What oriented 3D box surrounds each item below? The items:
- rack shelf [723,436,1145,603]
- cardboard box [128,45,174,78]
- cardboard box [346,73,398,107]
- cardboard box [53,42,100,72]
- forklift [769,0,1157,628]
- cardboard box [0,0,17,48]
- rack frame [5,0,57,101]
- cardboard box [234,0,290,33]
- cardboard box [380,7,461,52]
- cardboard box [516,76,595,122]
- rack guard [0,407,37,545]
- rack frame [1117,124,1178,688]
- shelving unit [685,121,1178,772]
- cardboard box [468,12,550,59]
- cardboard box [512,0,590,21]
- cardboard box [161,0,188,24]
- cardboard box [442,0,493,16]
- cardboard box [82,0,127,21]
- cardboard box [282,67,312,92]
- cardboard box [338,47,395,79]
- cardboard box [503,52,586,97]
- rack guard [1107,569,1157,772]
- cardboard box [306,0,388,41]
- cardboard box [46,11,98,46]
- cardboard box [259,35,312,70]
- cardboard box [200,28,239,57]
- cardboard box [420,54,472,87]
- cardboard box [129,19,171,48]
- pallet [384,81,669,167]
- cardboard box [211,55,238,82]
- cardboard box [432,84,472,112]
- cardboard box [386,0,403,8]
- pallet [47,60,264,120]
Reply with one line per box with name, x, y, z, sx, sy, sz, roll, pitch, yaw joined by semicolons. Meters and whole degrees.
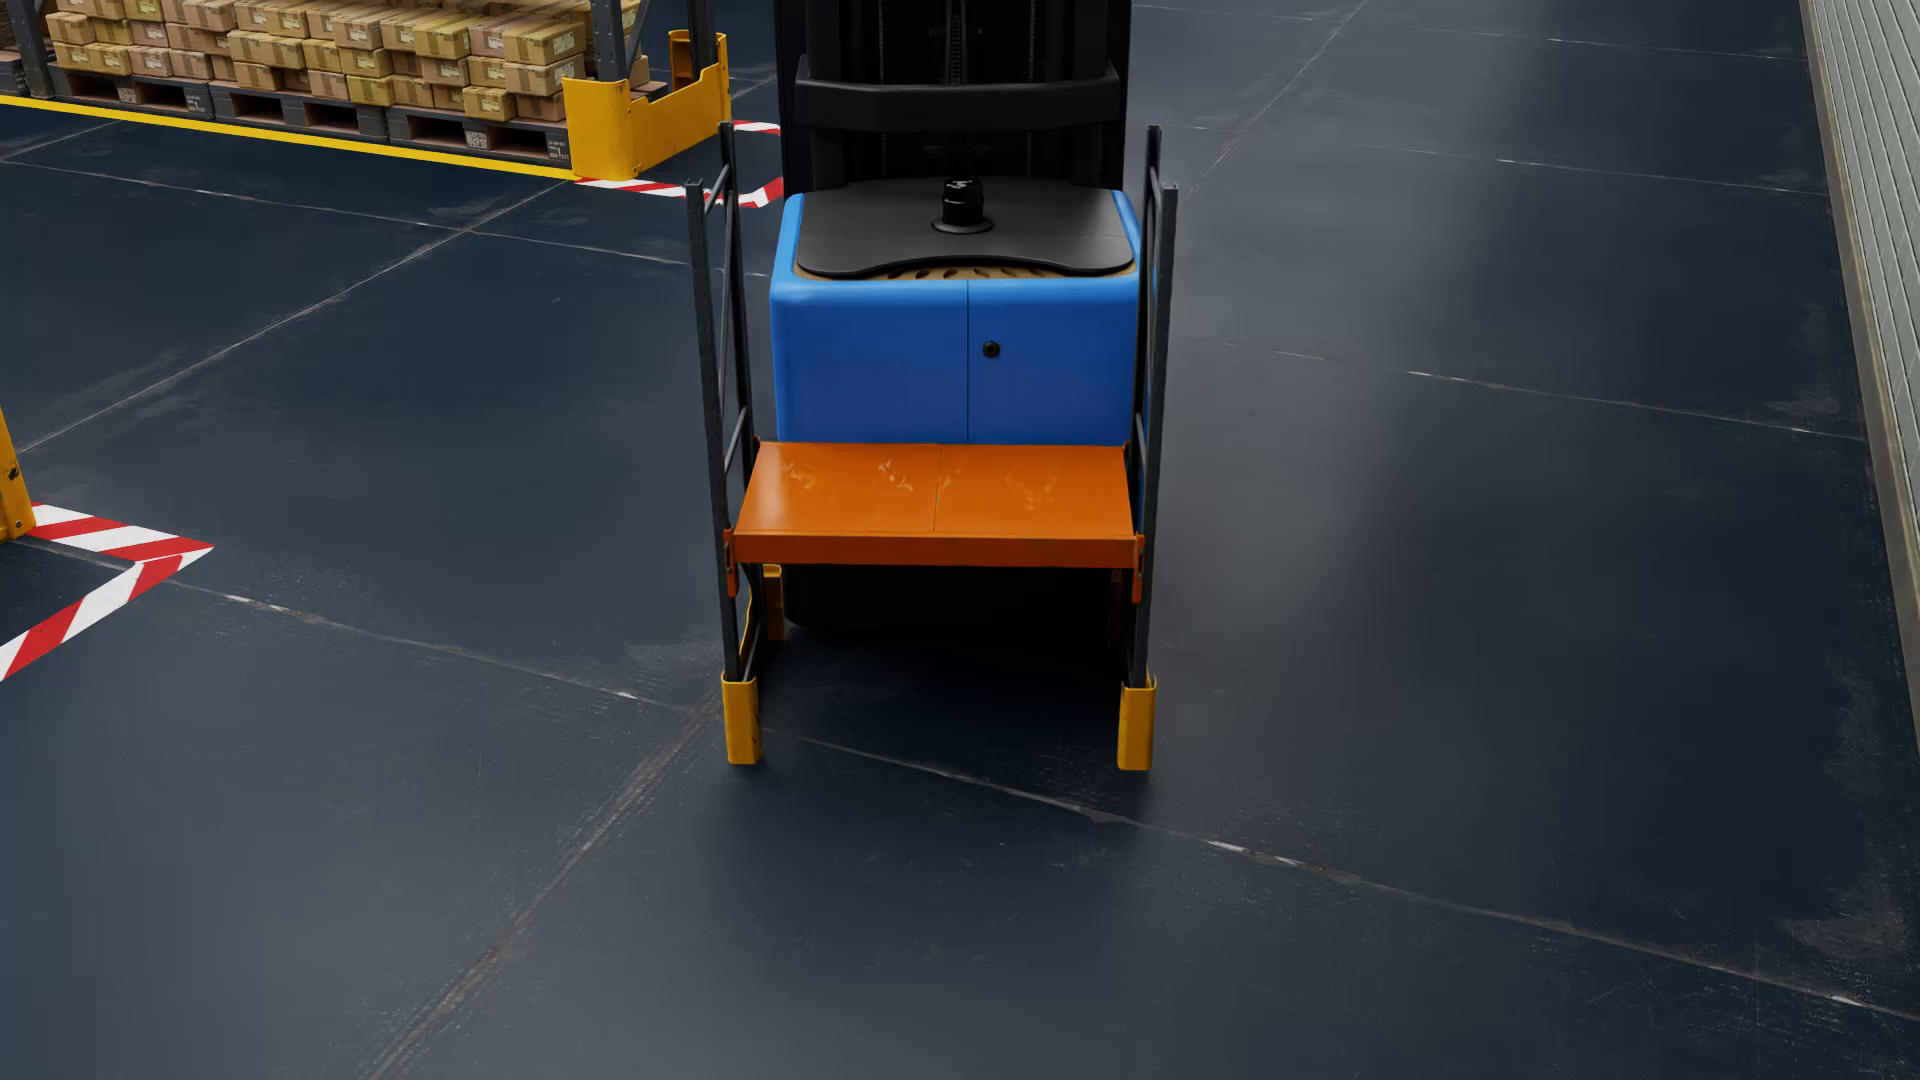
rack shelf;-0.056;-0.061;4.200;1.000;0.185;0.538;1;29;1
cardboard box;-4.568;-2.805;9.635;0.250;0.149;0.380;11;31;19
cardboard box;-3.124;-2.501;9.097;0.250;0.149;0.380;10;31;17
cardboard box;-5.065;-2.877;9.762;0.250;0.149;0.380;10;31;17
forklift;-0.032;-1.717;5.309;1.130;2.935;3.031;-1;29;-2
cardboard box;-6.062;-3.266;10.093;0.500;0.500;0.500;11;31;18
rack frame;-5.281;-4.149;9.542;0.127;3.000;1.000;11;31;19
cardboard box;-3.815;-2.954;9.294;0.250;0.149;0.380;10;31;17
cardboard box;-2.876;-2.732;8.900;0.250;0.149;0.380;10;31;17
cardboard box;-2.141;-2.353;8.835;0.250;0.149;0.380;12;32;20
rack guard;-3.320;-0.041;4.814;0.348;0.500;1.175;11;31;19
rack frame;0.453;-0.211;4.099;0.032;1.500;0.500;1;29;1
shelving unit;-0.046;-0.218;4.111;1.083;1.500;0.587;1;29;1
cardboard box;-2.372;-2.665;8.782;0.250;0.149;0.380;12;32;20
cardboard box;-2.233;-2.858;9.123;0.250;0.149;0.380;12;32;20
cardboard box;-4.304;-3.051;9.466;0.250;0.149;0.380;10;31;18
cardboard box;-2.680;-2.971;9.324;0.250;0.149;0.380;10;31;17
cardboard box;-4.807;-3.114;9.576;0.250;0.149;0.380;13;32;22
cardboard box;-3.575;-2.642;9.346;0.250;0.149;0.380;12;32;21
cardboard box;-3.138;-2.633;9.028;0.250;0.149;0.380;12;32;20
cardboard box;-2.171;-2.448;8.700;0.250;0.149;0.380;10;31;18
rack guard;0.451;0.333;4.407;0.087;0.250;0.587;1;29;1
cardboard box;-3.348;-2.855;9.119;0.250;0.149;0.380;10;31;17
cardboard box;-5.066;-3.007;9.690;0.250;0.149;0.380;13;32;21
cardboard box;-3.634;-2.727;9.195;0.250;0.149;0.380;12;31;20
cardboard box;-4.063;-2.860;9.429;0.250;0.149;0.380;13;32;21
cardboard box;-2.654;-2.543;8.869;0.250;0.149;0.380;10;31;17
cardboard box;-4.558;-2.973;9.629;0.250;0.149;0.380;11;31;19
pallet;-2.385;-2.376;9.238;1.213;0.211;1.003;11;31;19
cardboard box;-4.052;-2.747;9.533;0.250;0.149;0.380;10;31;17
cardboard box;-2.630;-2.443;8.993;0.250;0.149;0.380;11;31;19
cardboard box;-3.160;-3.096;9.545;0.250;0.149;0.380;12;32;20
pallet;-4.646;-2.827;10.037;1.213;0.211;1.003;11;31;19
